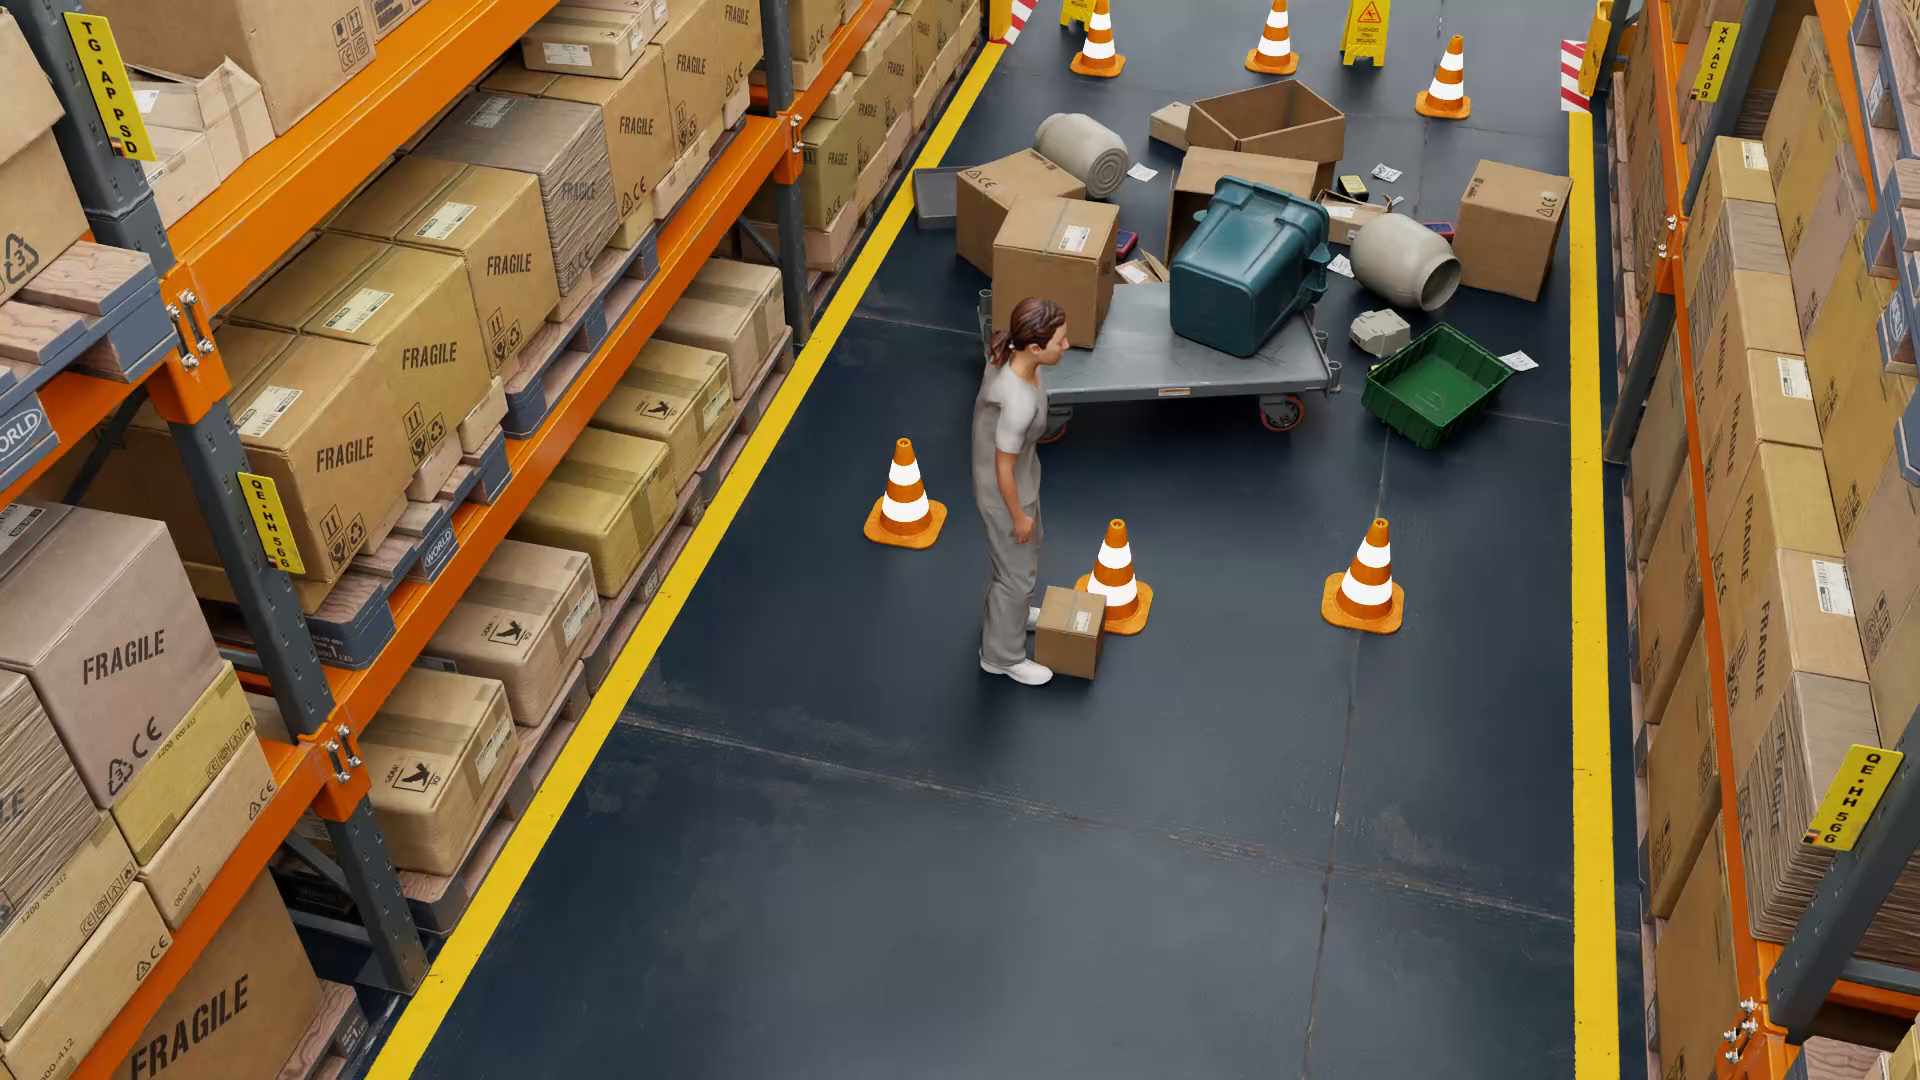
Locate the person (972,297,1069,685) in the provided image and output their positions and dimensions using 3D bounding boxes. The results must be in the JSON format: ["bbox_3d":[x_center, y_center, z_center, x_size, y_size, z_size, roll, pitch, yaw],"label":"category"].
[{"bbox_3d":[0.221,-0.201,6.389,0.353,1.673,0.491,4,41,4],"label":"person"}]
